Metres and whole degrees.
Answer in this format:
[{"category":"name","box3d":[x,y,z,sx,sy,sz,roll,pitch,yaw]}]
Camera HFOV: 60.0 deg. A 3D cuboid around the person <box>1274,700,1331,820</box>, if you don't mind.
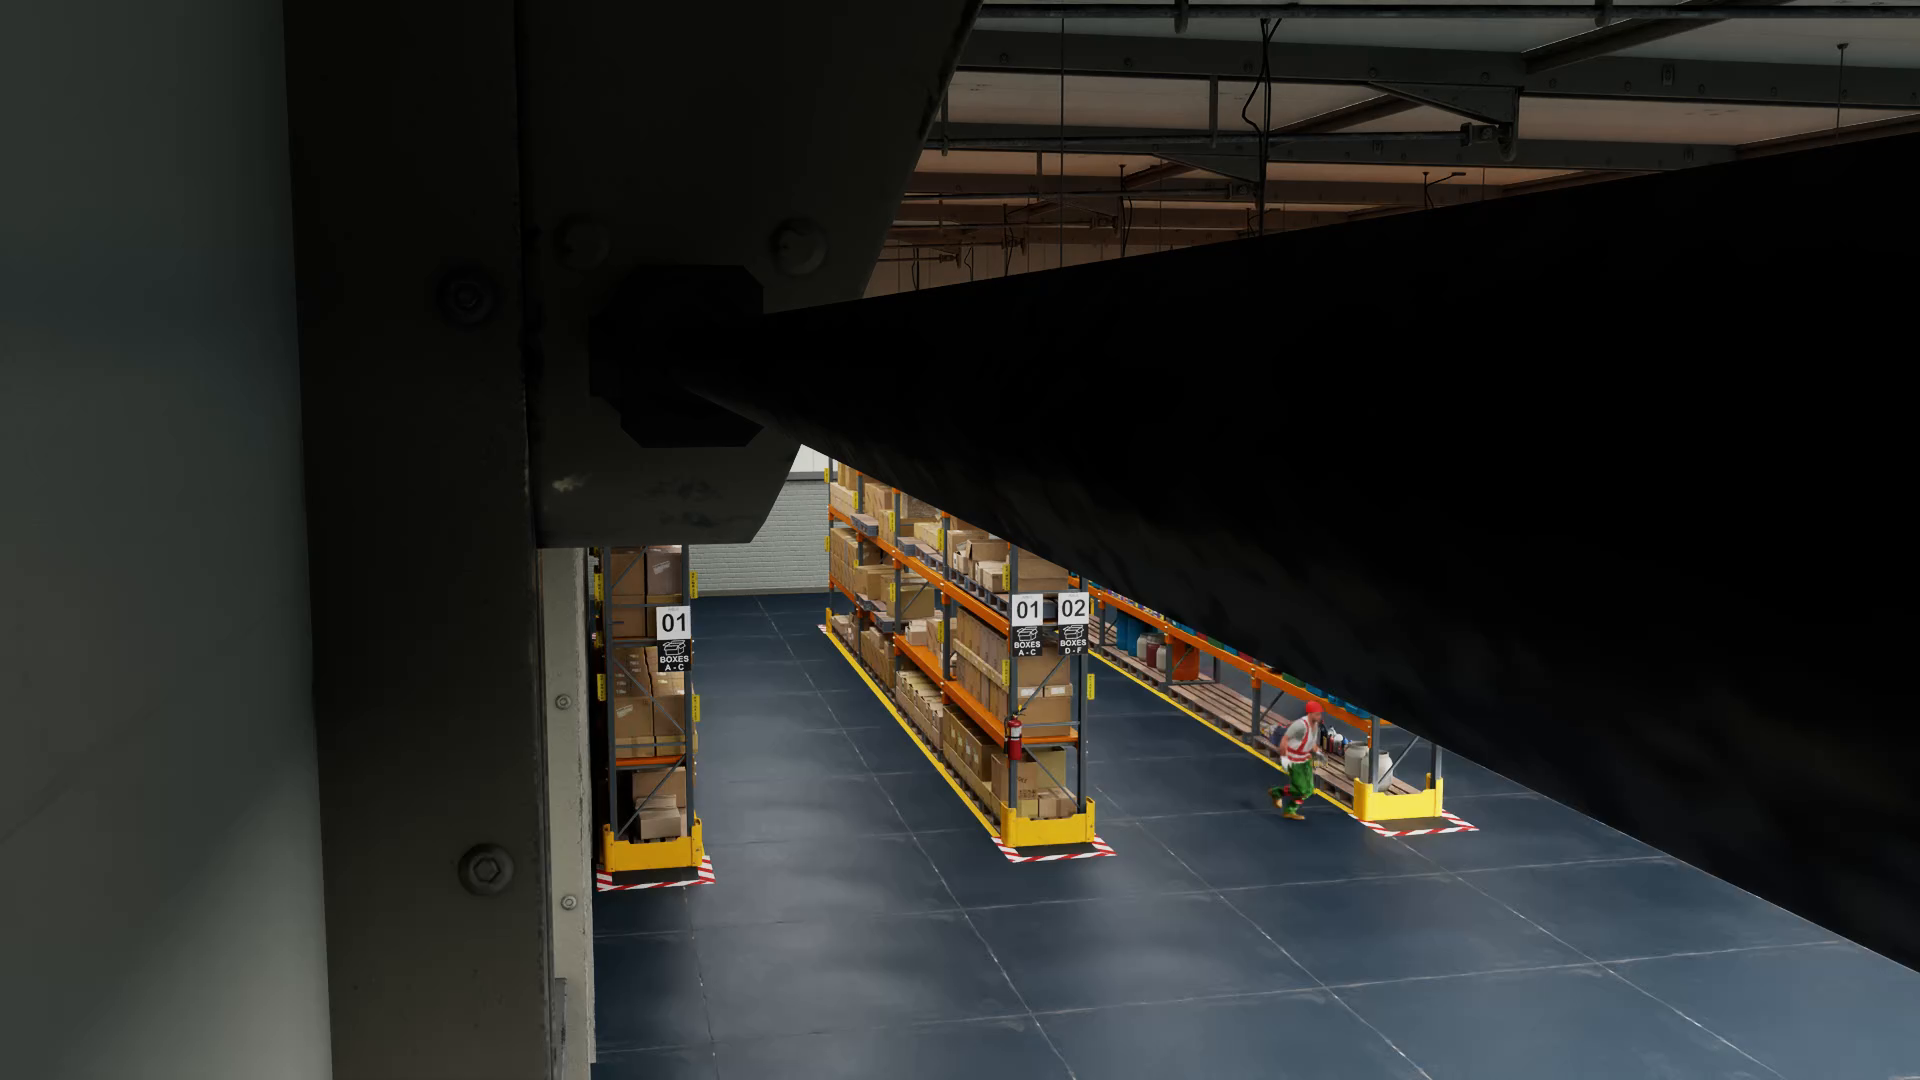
[{"category":"person","box3d":[4.511,2.902,21.971,0.667,1.655,0.734,-6,9,-44]}]
